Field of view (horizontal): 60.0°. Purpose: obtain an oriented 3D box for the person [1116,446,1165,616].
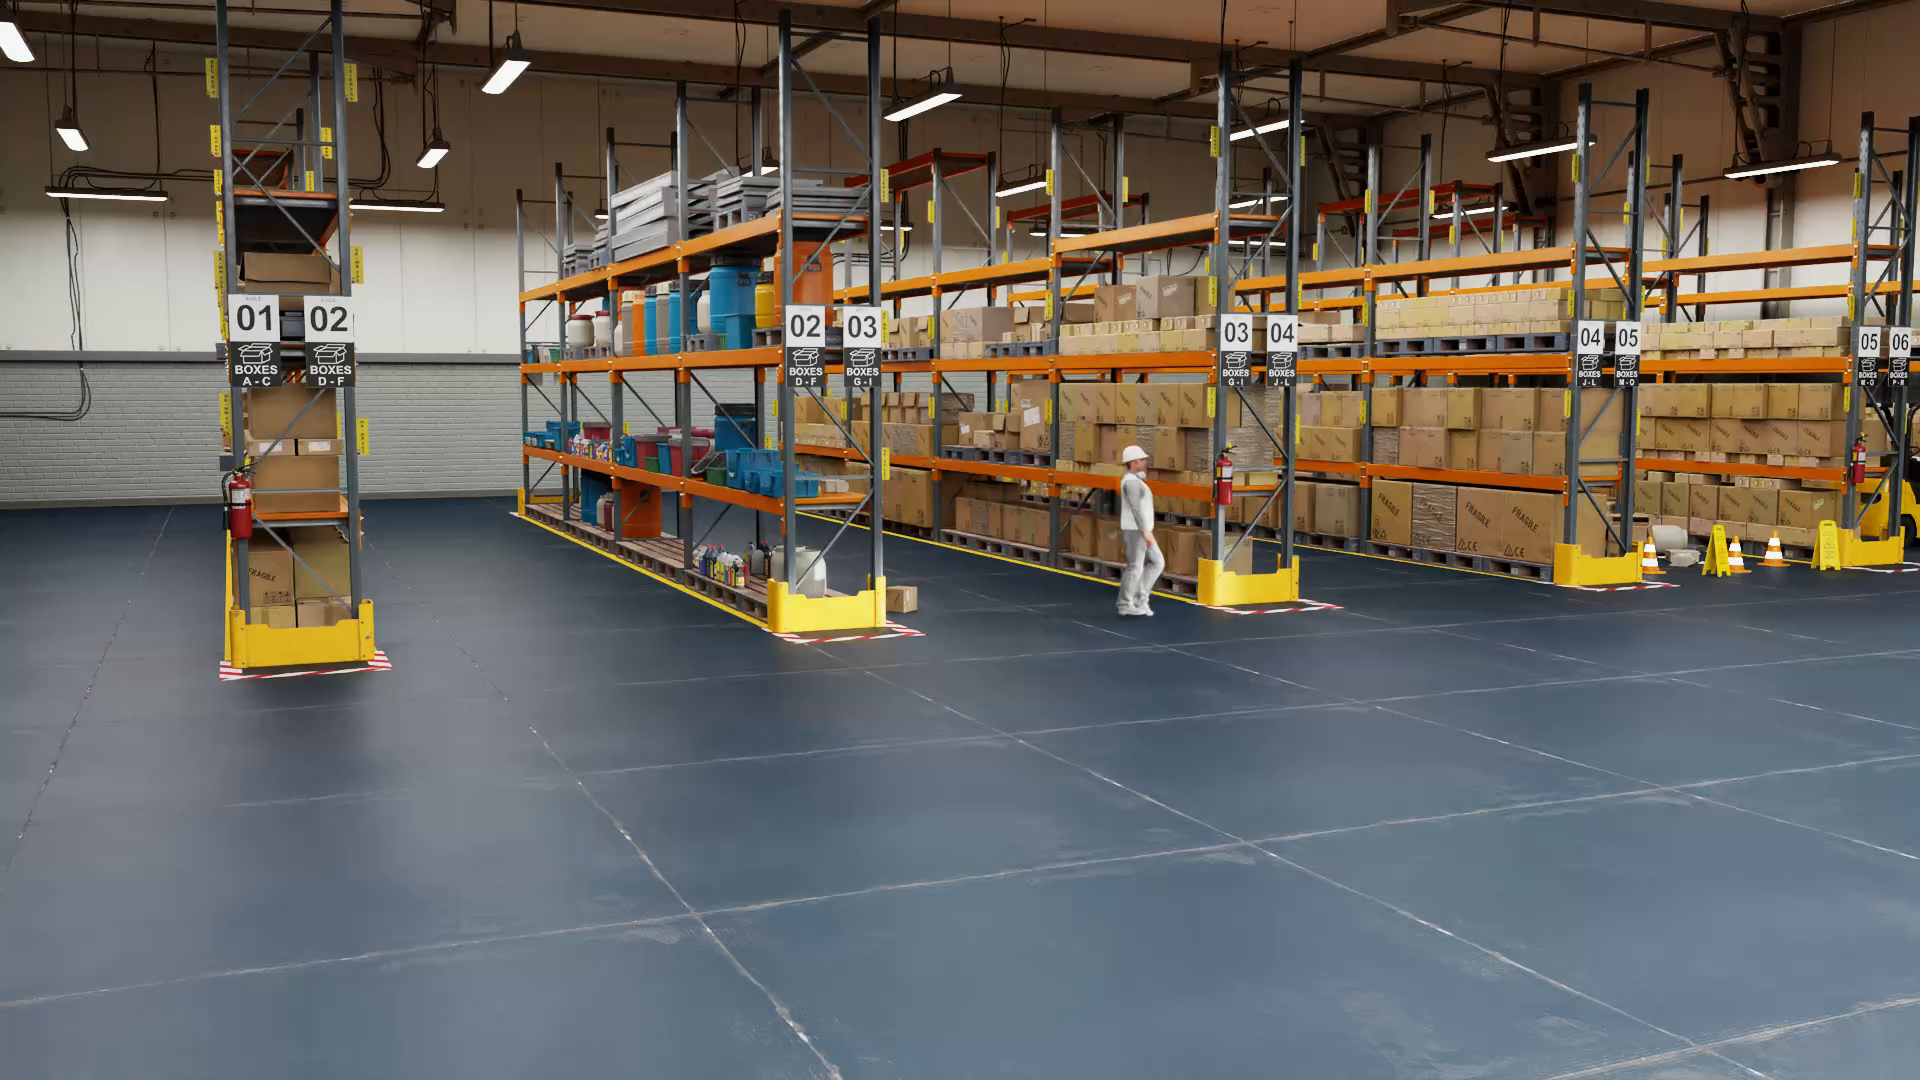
[{"bbox_3d":[1.884,-0.071,17.356,0.507,1.820,0.568,1,5,7],"label":"person"}]
